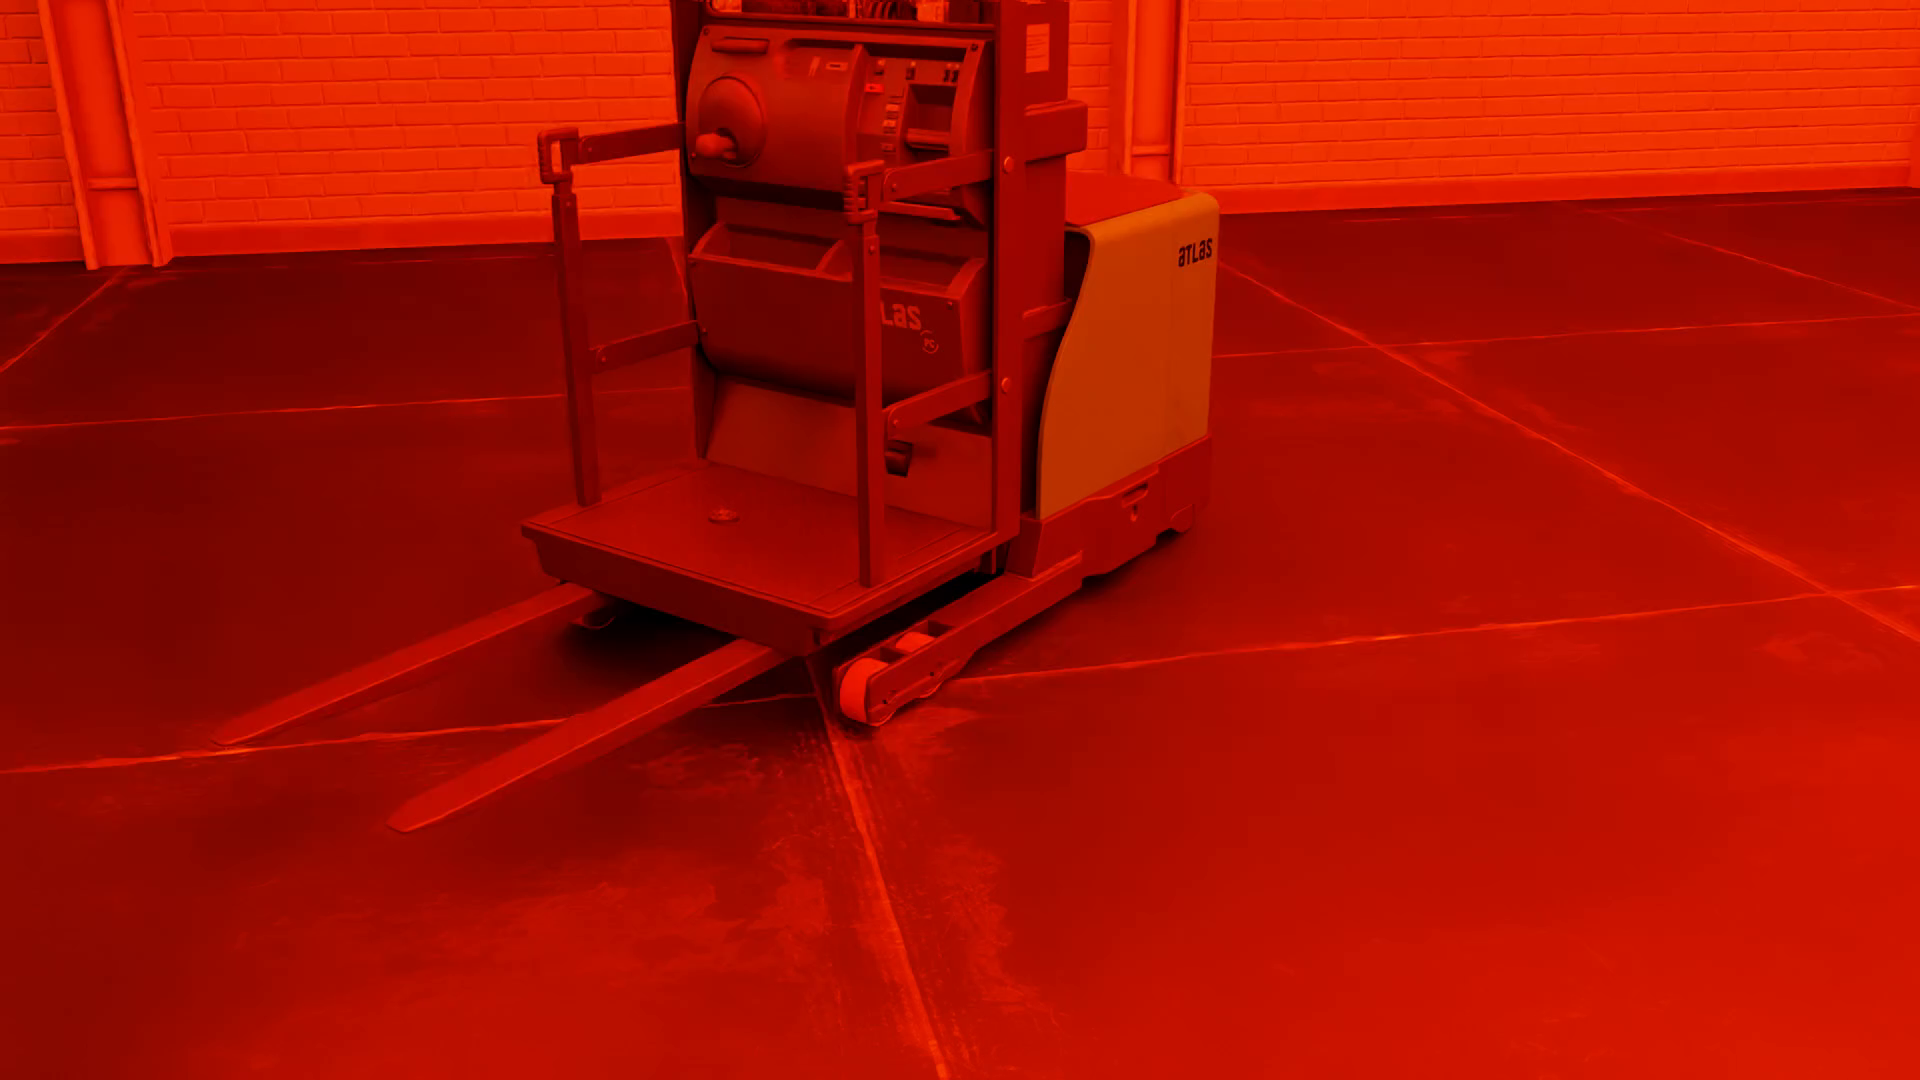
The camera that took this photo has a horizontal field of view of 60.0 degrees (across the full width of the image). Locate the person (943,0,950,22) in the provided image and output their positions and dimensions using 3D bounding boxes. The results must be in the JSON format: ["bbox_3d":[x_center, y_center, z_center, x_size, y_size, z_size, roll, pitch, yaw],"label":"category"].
[{"bbox_3d":[0.143,-1.204,6.157,0.723,1.670,0.897,-3,21,-8],"label":"person"}]

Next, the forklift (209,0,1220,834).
[{"bbox_3d":[-0.459,-1.106,4.087,1.130,2.935,3.031,14,25,33],"label":"forklift"}]
